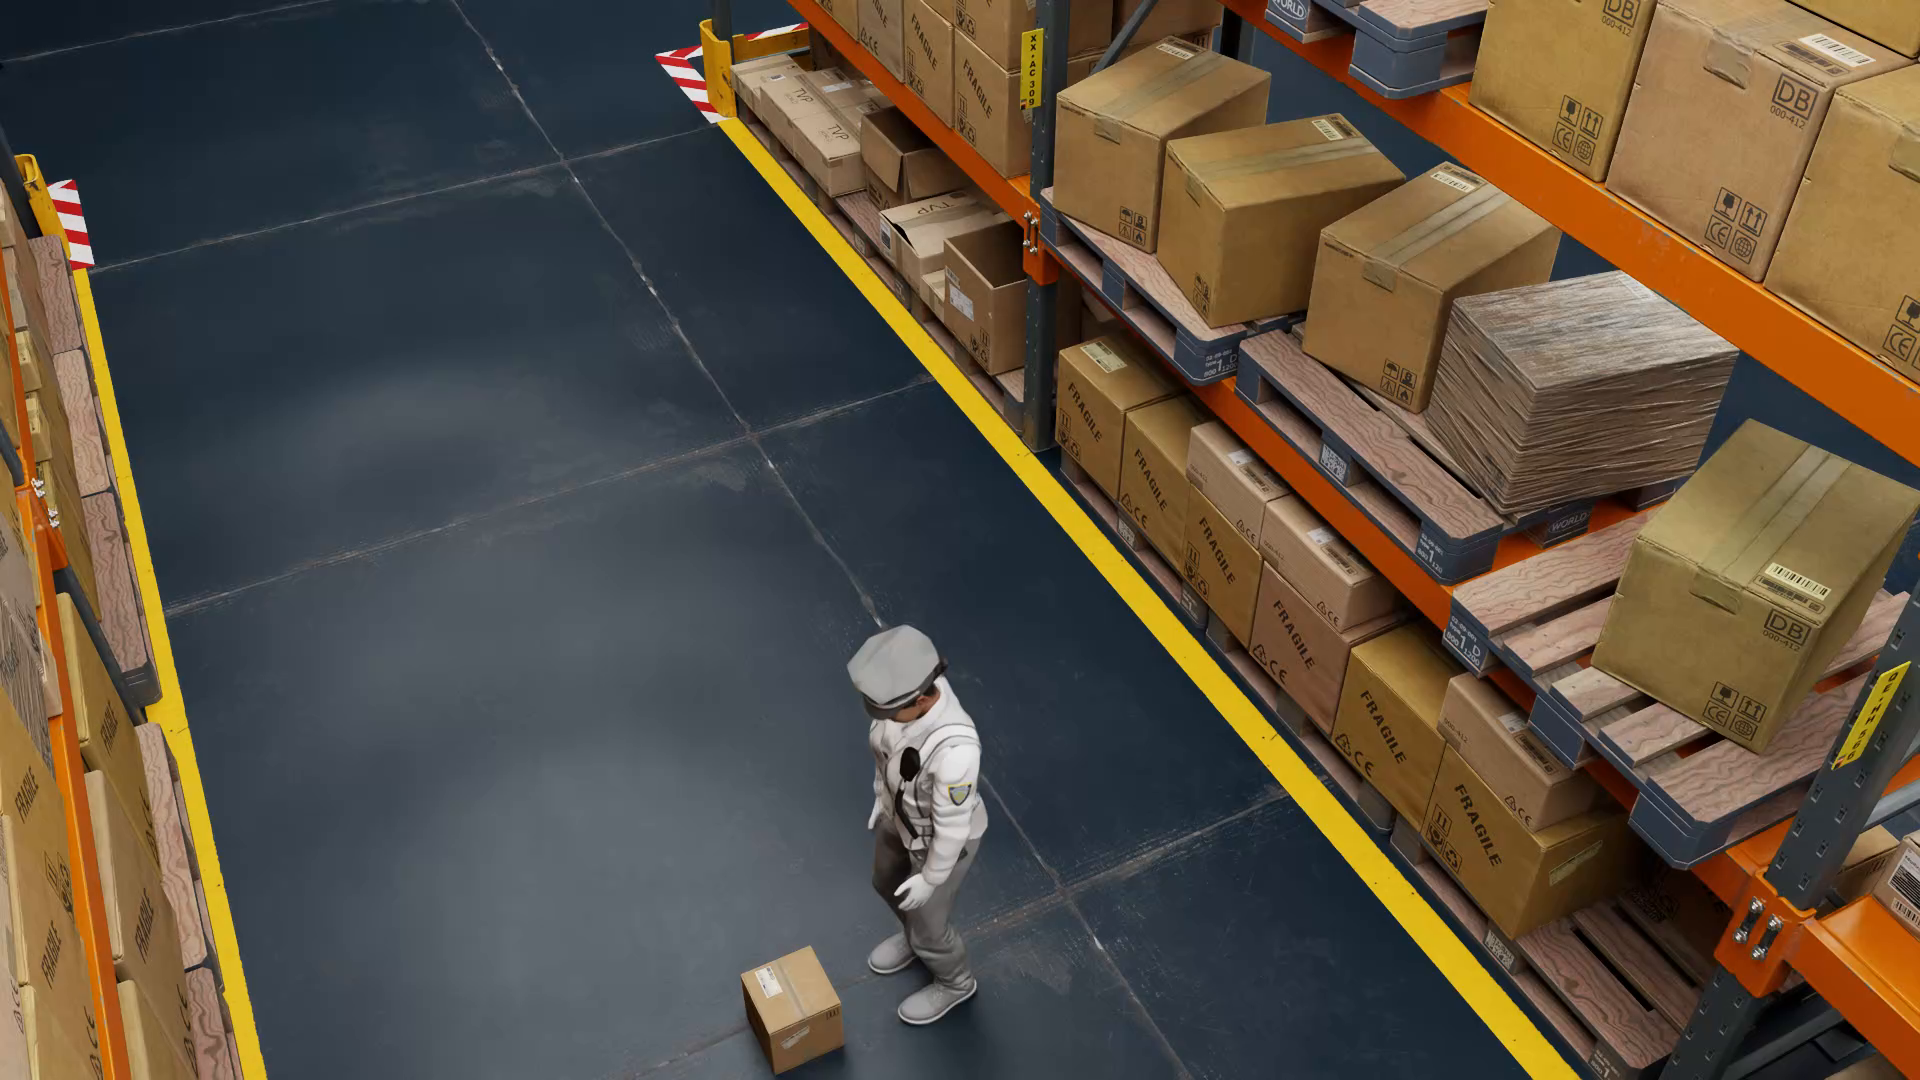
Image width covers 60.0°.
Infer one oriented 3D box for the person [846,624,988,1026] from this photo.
[{"bbox_3d":[-0.118,0.907,5.155,0.396,1.648,0.488,-18,45,-19],"label":"person"}]
